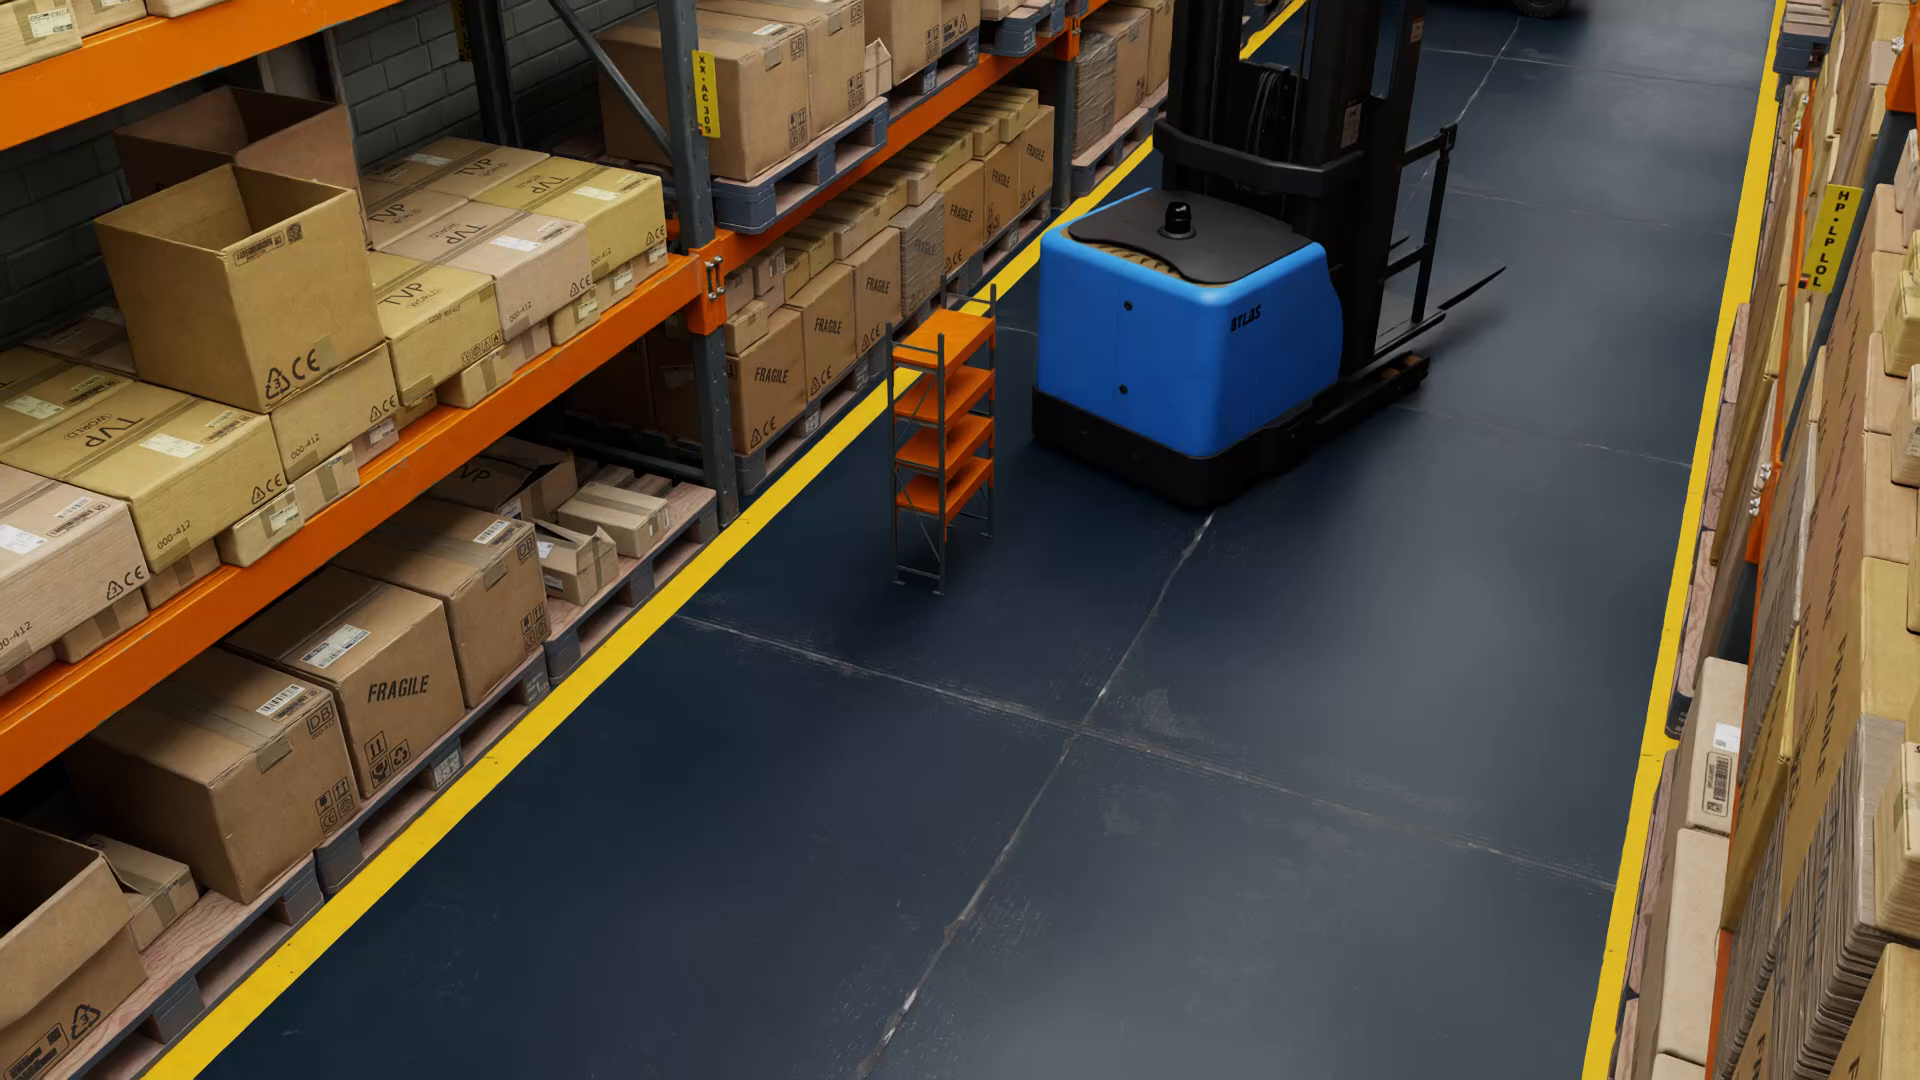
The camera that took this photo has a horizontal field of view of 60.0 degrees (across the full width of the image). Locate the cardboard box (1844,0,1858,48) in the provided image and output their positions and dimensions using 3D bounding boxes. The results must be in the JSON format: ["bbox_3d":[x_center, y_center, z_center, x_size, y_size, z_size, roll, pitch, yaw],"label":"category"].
[{"bbox_3d":[4.095,-2.323,7.054,0.500,0.500,0.500,14,36,21],"label":"cardboard box"}]

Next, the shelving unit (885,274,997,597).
[{"bbox_3d":[-0.069,-0.419,6.795,0.258,1.200,0.503,14,36,20],"label":"shelving unit"}]

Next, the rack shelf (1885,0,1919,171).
[{"bbox_3d":[2.212,-0.267,2.842,1.077,0.370,4.000,14,36,20],"label":"rack shelf"}]

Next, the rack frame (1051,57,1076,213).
[{"bbox_3d":[0.213,-3.438,9.758,1.000,3.000,0.127,14,36,20],"label":"rack frame"}]

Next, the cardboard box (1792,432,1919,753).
[{"bbox_3d":[1.975,0.166,3.259,0.500,0.500,0.500,14,36,20],"label":"cardboard box"}]

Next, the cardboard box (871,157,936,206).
[{"bbox_3d":[-0.344,-1.882,8.690,0.380,0.149,0.250,12,35,18],"label":"cardboard box"}]

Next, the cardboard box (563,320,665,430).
[{"bbox_3d":[-1.524,-0.889,7.767,0.500,0.500,0.500,14,36,20],"label":"cardboard box"}]

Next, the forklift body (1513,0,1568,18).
[{"bbox_3d":[4.423,-5.705,13.989,2.313,2.155,1.214,14,36,20],"label":"forklift body"}]

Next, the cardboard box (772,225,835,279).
[{"bbox_3d":[-0.824,-1.391,7.941,0.380,0.149,0.250,14,36,20],"label":"cardboard box"}]

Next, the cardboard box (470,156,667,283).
[{"bbox_3d":[-1.452,-1.198,6.207,0.500,0.250,0.500,15,36,22],"label":"cardboard box"}]

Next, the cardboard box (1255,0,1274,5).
[{"bbox_3d":[2.389,-4.621,13.687,0.500,0.250,0.500,15,36,21],"label":"cardboard box"}]

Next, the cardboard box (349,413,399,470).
[{"bbox_3d":[-2.027,-0.360,5.293,0.380,0.149,0.250,14,36,20],"label":"cardboard box"}]

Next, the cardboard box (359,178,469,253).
[{"bbox_3d":[-2.117,-1.072,6.015,0.500,0.250,0.500,14,36,20],"label":"cardboard box"}]

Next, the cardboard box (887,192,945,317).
[{"bbox_3d":[-0.405,-1.538,8.756,0.500,0.500,0.500,13,35,19],"label":"cardboard box"}]

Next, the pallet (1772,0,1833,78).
[{"bbox_3d":[4.924,-2.601,8.656,1.213,0.211,1.003,14,36,20],"label":"pallet"}]

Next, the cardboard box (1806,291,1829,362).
[{"bbox_3d":[3.013,-0.731,5.310,0.500,0.250,0.500,14,36,20],"label":"cardboard box"}]

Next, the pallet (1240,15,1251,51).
[{"bbox_3d":[1.613,-3.889,12.988,1.003,0.211,1.213,14,36,20],"label":"pallet"}]

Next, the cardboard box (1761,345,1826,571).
[{"bbox_3d":[2.615,-0.177,4.694,0.500,0.500,0.500,15,36,22],"label":"cardboard box"}]

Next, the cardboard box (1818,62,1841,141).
[{"bbox_3d":[3.849,-1.750,6.864,0.500,0.250,0.500,14,36,20],"label":"cardboard box"}]

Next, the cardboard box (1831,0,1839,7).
[{"bbox_3d":[4.660,-2.933,8.243,0.500,0.500,0.500,13,35,19],"label":"cardboard box"}]

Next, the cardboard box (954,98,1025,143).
[{"bbox_3d":[0.150,-2.393,9.469,0.380,0.149,0.250,12,35,18],"label":"cardboard box"}]

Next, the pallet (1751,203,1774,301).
[{"bbox_3d":[5.051,-1.524,9.382,1.003,0.211,1.213,14,36,20],"label":"pallet"}]

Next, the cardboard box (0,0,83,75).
[{"bbox_3d":[-2.280,-1.202,3.841,0.380,0.149,0.250,14,36,20],"label":"cardboard box"}]

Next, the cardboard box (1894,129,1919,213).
[{"bbox_3d":[2.681,-0.943,4.358,0.380,0.149,0.250,14,36,20],"label":"cardboard box"}]

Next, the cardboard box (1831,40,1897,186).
[{"bbox_3d":[3.218,-1.309,5.507,0.500,0.500,0.500,15,36,21],"label":"cardboard box"}]

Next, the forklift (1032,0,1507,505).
[{"bbox_3d":[1.726,-2.092,7.767,1.130,2.935,3.031,28,42,35],"label":"forklift"}]

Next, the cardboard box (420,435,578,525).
[{"bbox_3d":[-1.952,-0.223,6.923,0.500,0.311,0.500,15,36,22],"label":"cardboard box"}]

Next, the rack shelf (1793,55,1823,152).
[{"bbox_3d":[5.559,-2.997,9.741,1.077,0.370,4.000,14,36,20],"label":"rack shelf"}]

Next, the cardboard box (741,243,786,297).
[{"bbox_3d":[-1.004,-1.230,7.424,0.380,0.149,0.250,12,35,18],"label":"cardboard box"}]

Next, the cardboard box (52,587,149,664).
[{"bbox_3d":[-2.443,0.162,4.496,0.380,0.149,0.250,15,36,22],"label":"cardboard box"}]

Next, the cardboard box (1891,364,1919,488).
[{"bbox_3d":[2.027,-0.189,3.208,0.380,0.149,0.250,14,36,21],"label":"cardboard box"}]

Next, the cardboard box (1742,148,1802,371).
[{"bbox_3d":[4.358,-1.264,7.996,0.875,0.875,0.875,14,36,20],"label":"cardboard box"}]

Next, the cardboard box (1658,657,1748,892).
[{"bbox_3d":[2.689,0.875,5.134,0.875,0.438,0.875,14,36,20],"label":"cardboard box"}]

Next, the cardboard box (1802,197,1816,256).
[{"bbox_3d":[3.662,-1.286,6.613,0.500,0.250,0.500,14,36,20],"label":"cardboard box"}]

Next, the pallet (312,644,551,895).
[{"bbox_3d":[-2.258,0.672,6.033,1.003,0.211,1.213,14,36,20],"label":"pallet"}]

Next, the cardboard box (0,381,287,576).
[{"bbox_3d":[-2.280,-0.184,4.661,0.500,0.250,0.500,13,36,20],"label":"cardboard box"}]

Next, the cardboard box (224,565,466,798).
[{"bbox_3d":[-2.087,0.476,5.686,0.500,0.500,0.500,15,36,21],"label":"cardboard box"}]

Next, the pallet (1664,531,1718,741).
[{"bbox_3d":[3.303,0.455,6.363,1.003,0.211,1.213,14,36,20],"label":"pallet"}]

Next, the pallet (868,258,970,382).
[{"bbox_3d":[-0.646,-1.304,9.046,1.003,0.211,1.213,14,36,20],"label":"pallet"}]

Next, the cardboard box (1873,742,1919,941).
[{"bbox_3d":[1.460,0.447,2.238,0.380,0.149,0.250,14,36,20],"label":"cardboard box"}]

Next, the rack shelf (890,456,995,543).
[{"bbox_3d":[-0.069,-0.197,6.941,0.258,0.148,0.480,14,36,20],"label":"rack shelf"}]

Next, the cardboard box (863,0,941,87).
[{"bbox_3d":[-0.510,-2.502,7.856,0.700,0.500,0.500,14,36,20],"label":"cardboard box"}]

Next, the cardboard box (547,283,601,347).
[{"bbox_3d":[-1.541,-0.855,6.047,0.380,0.149,0.250,15,36,22],"label":"cardboard box"}]

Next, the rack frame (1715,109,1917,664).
[{"bbox_3d":[3.049,-0.309,4.986,1.000,3.000,0.127,14,36,20],"label":"rack frame"}]

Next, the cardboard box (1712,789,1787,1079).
[{"bbox_3d":[1.767,0.835,3.150,0.500,0.500,0.500,15,36,22],"label":"cardboard box"}]

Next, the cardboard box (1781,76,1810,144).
[{"bbox_3d":[5.881,-2.750,10.721,0.950,0.372,0.625,16,37,23],"label":"cardboard box"}]
